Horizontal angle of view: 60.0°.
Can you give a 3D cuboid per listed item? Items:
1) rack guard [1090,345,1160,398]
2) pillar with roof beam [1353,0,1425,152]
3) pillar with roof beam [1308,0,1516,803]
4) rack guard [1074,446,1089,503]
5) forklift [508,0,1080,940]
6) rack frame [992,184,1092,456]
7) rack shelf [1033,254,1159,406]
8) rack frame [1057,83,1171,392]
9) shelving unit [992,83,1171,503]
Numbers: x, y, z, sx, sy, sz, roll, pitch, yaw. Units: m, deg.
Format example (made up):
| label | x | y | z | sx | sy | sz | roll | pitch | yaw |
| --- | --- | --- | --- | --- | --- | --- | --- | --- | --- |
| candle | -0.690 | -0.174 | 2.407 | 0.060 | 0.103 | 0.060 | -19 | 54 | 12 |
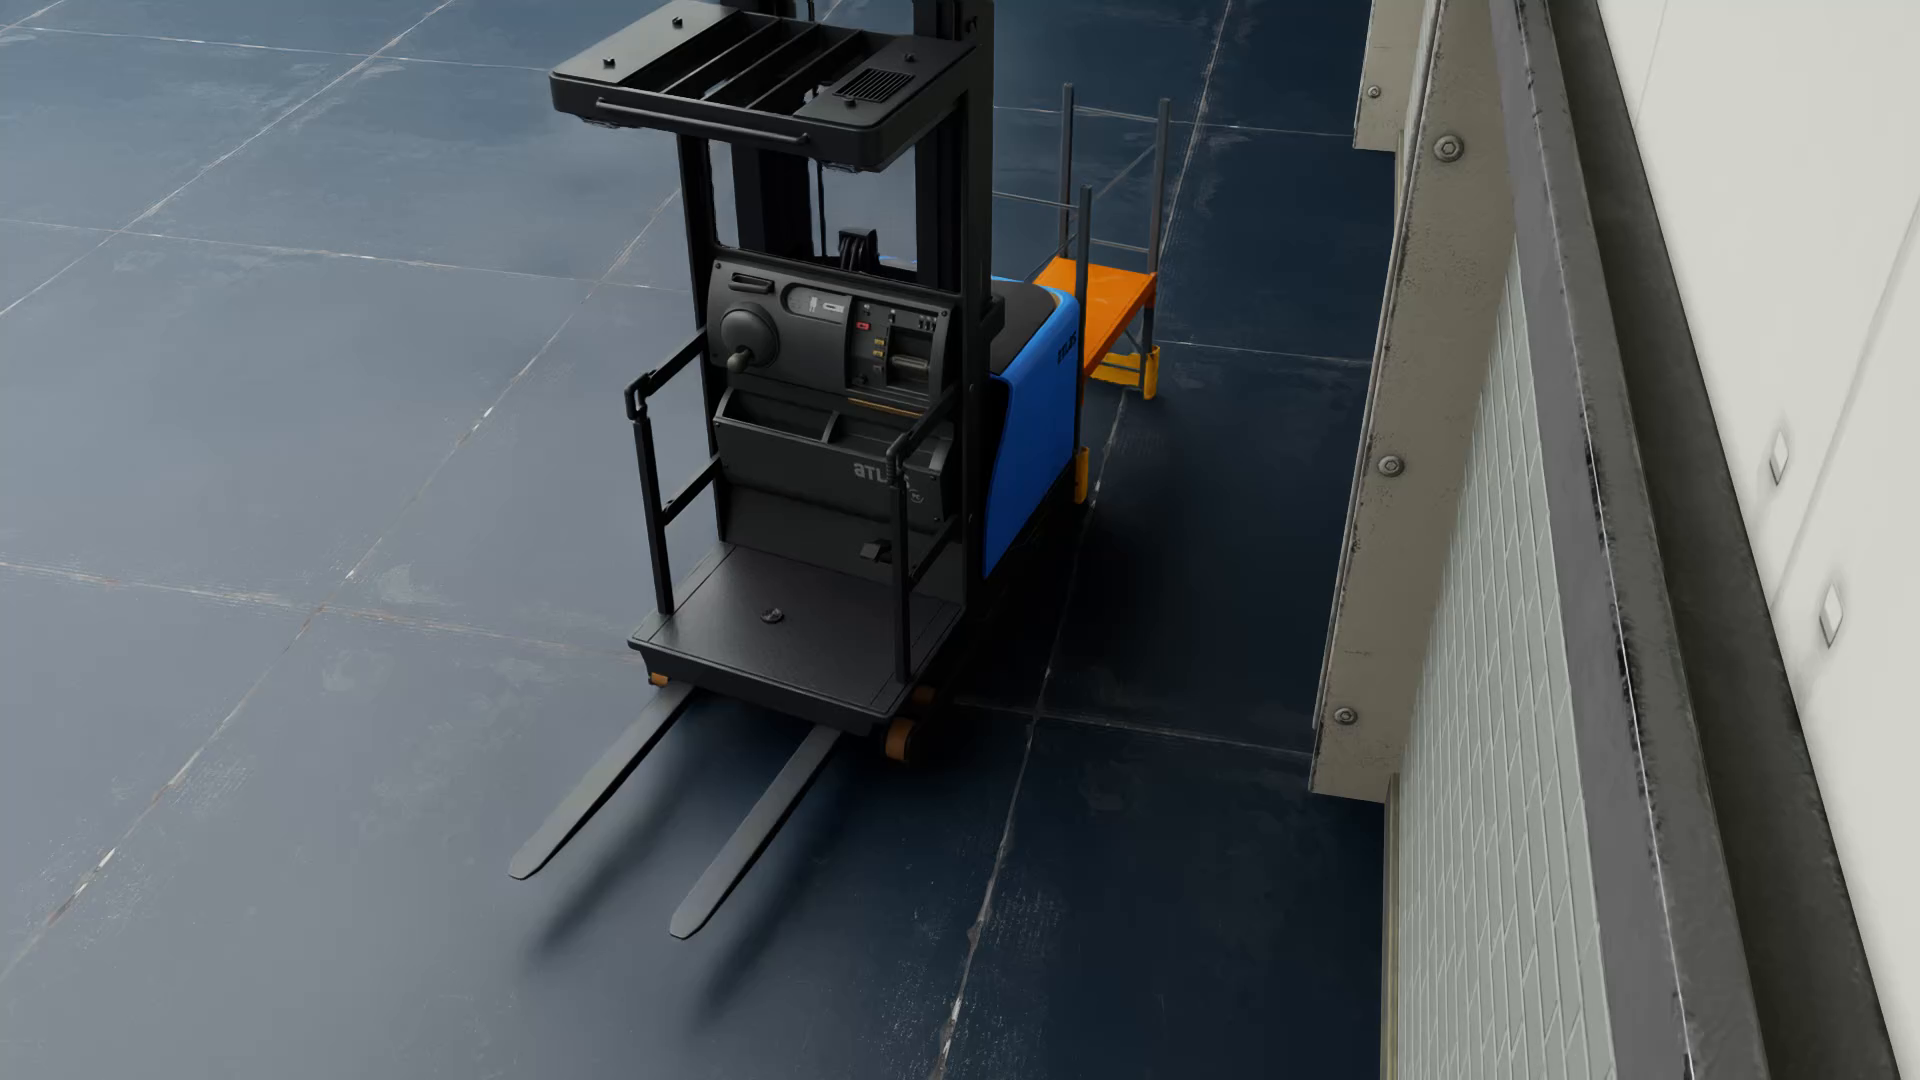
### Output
| label | x | y | z | sx | sy | sz | roll | pitch | yaw |
| --- | --- | --- | --- | --- | --- | --- | --- | --- | --- |
| rack guard | 0.695 | -0.890 | 8.265 | 0.587 | 0.250 | 0.087 | 14 | 38 | 19 |
| pillar with roof beam | -1.475 | -6.810 | 8.978 | 9.100 | 9.000 | 0.400 | 7 | 37 | 10 |
| pillar with roof beam | -2.757 | -3.370 | 4.232 | 9.100 | 9.000 | 0.400 | 7 | 37 | 10 |
| rack guard | 0.295 | -0.355 | 7.526 | 0.587 | 0.250 | 0.087 | 14 | 38 | 19 |
| forklift | -0.550 | -0.658 | 5.661 | 1.130 | 2.935 | 3.031 | 14 | 38 | 19 |
| rack frame | 0.294 | -0.860 | 7.159 | 0.500 | 1.500 | 0.032 | 14 | 38 | 19 |
| rack shelf | 0.499 | -0.987 | 7.641 | 0.538 | 0.185 | 1.000 | 14 | 38 | 19 |
| rack frame | 0.703 | -1.406 | 7.912 | 0.500 | 1.500 | 0.032 | 14 | 38 | 19 |
| shelving unit | 0.495 | -1.128 | 7.529 | 0.587 | 1.500 | 1.083 | 14 | 38 | 19 |
